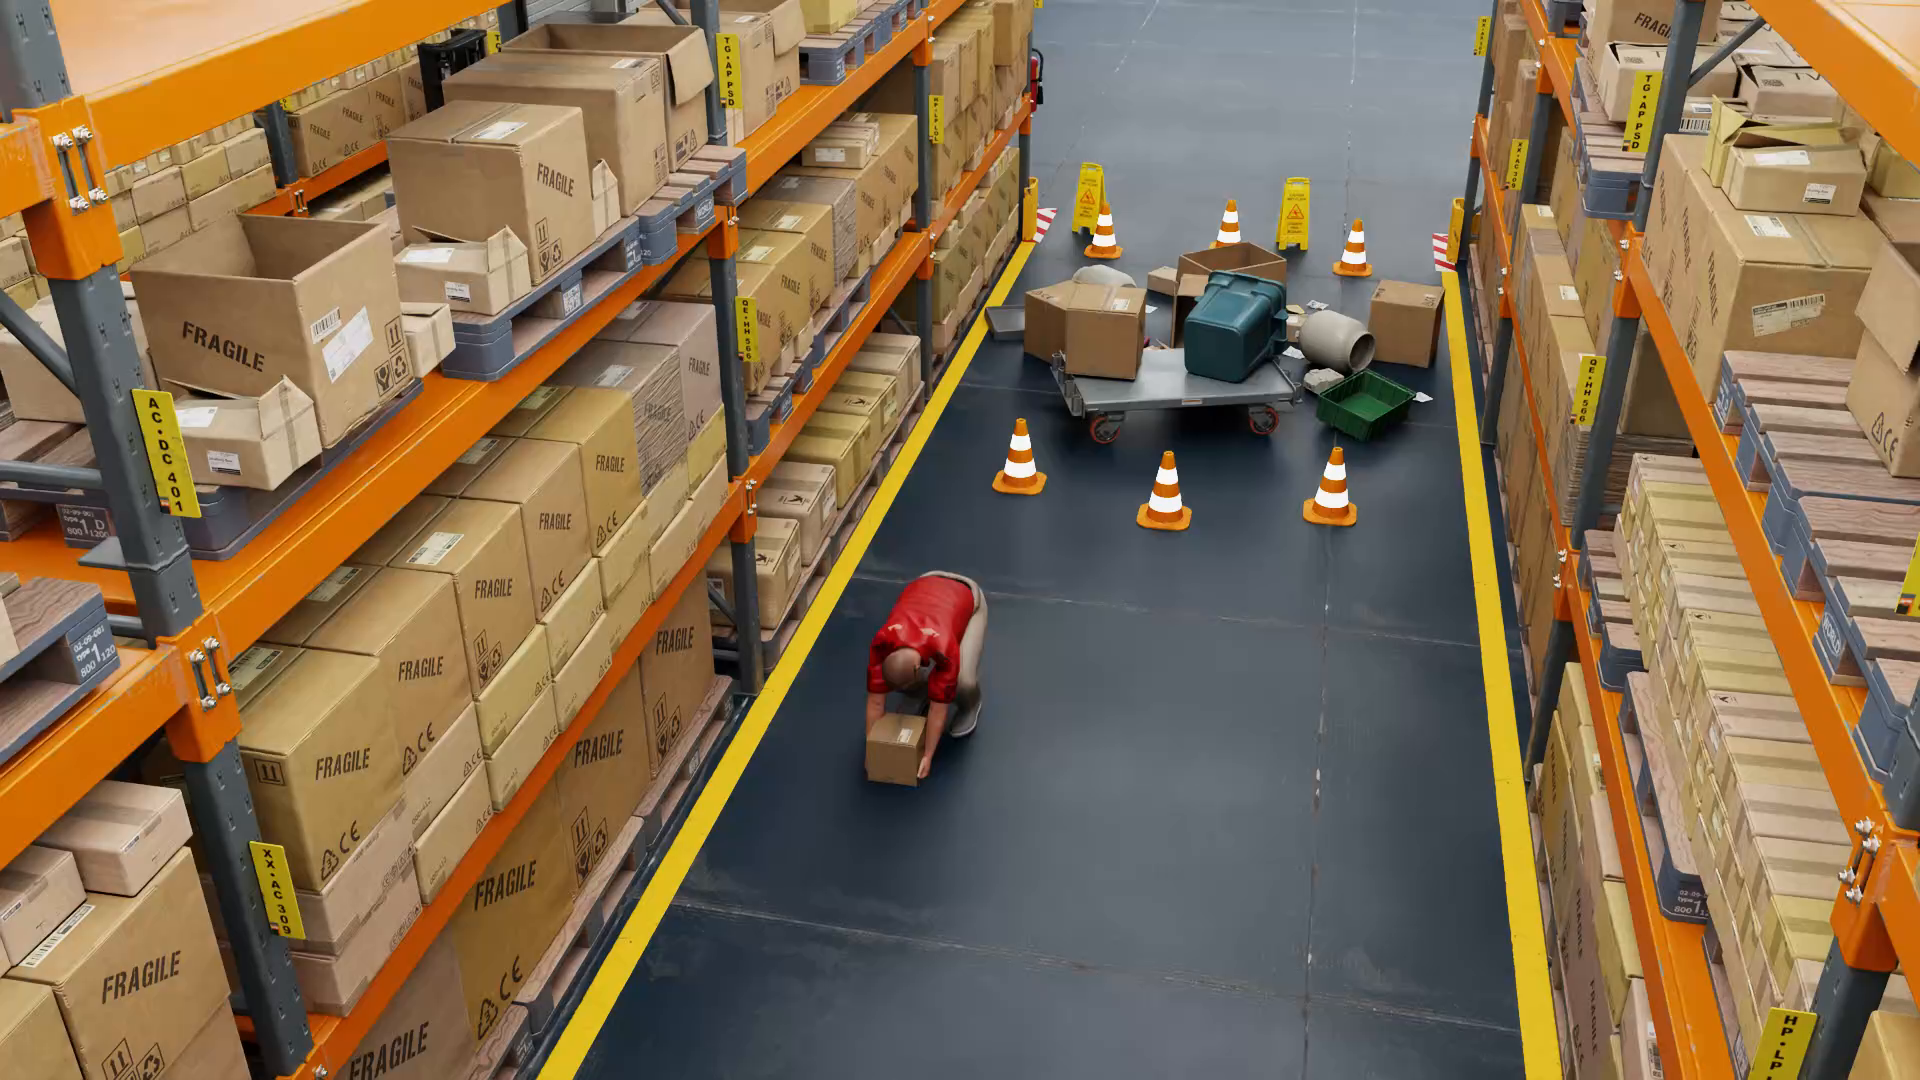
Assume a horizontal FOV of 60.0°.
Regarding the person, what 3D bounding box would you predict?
[{"bbox_3d":[-0.168,0.660,8.417,0.538,0.822,0.955,11,31,19],"label":"person"}]
